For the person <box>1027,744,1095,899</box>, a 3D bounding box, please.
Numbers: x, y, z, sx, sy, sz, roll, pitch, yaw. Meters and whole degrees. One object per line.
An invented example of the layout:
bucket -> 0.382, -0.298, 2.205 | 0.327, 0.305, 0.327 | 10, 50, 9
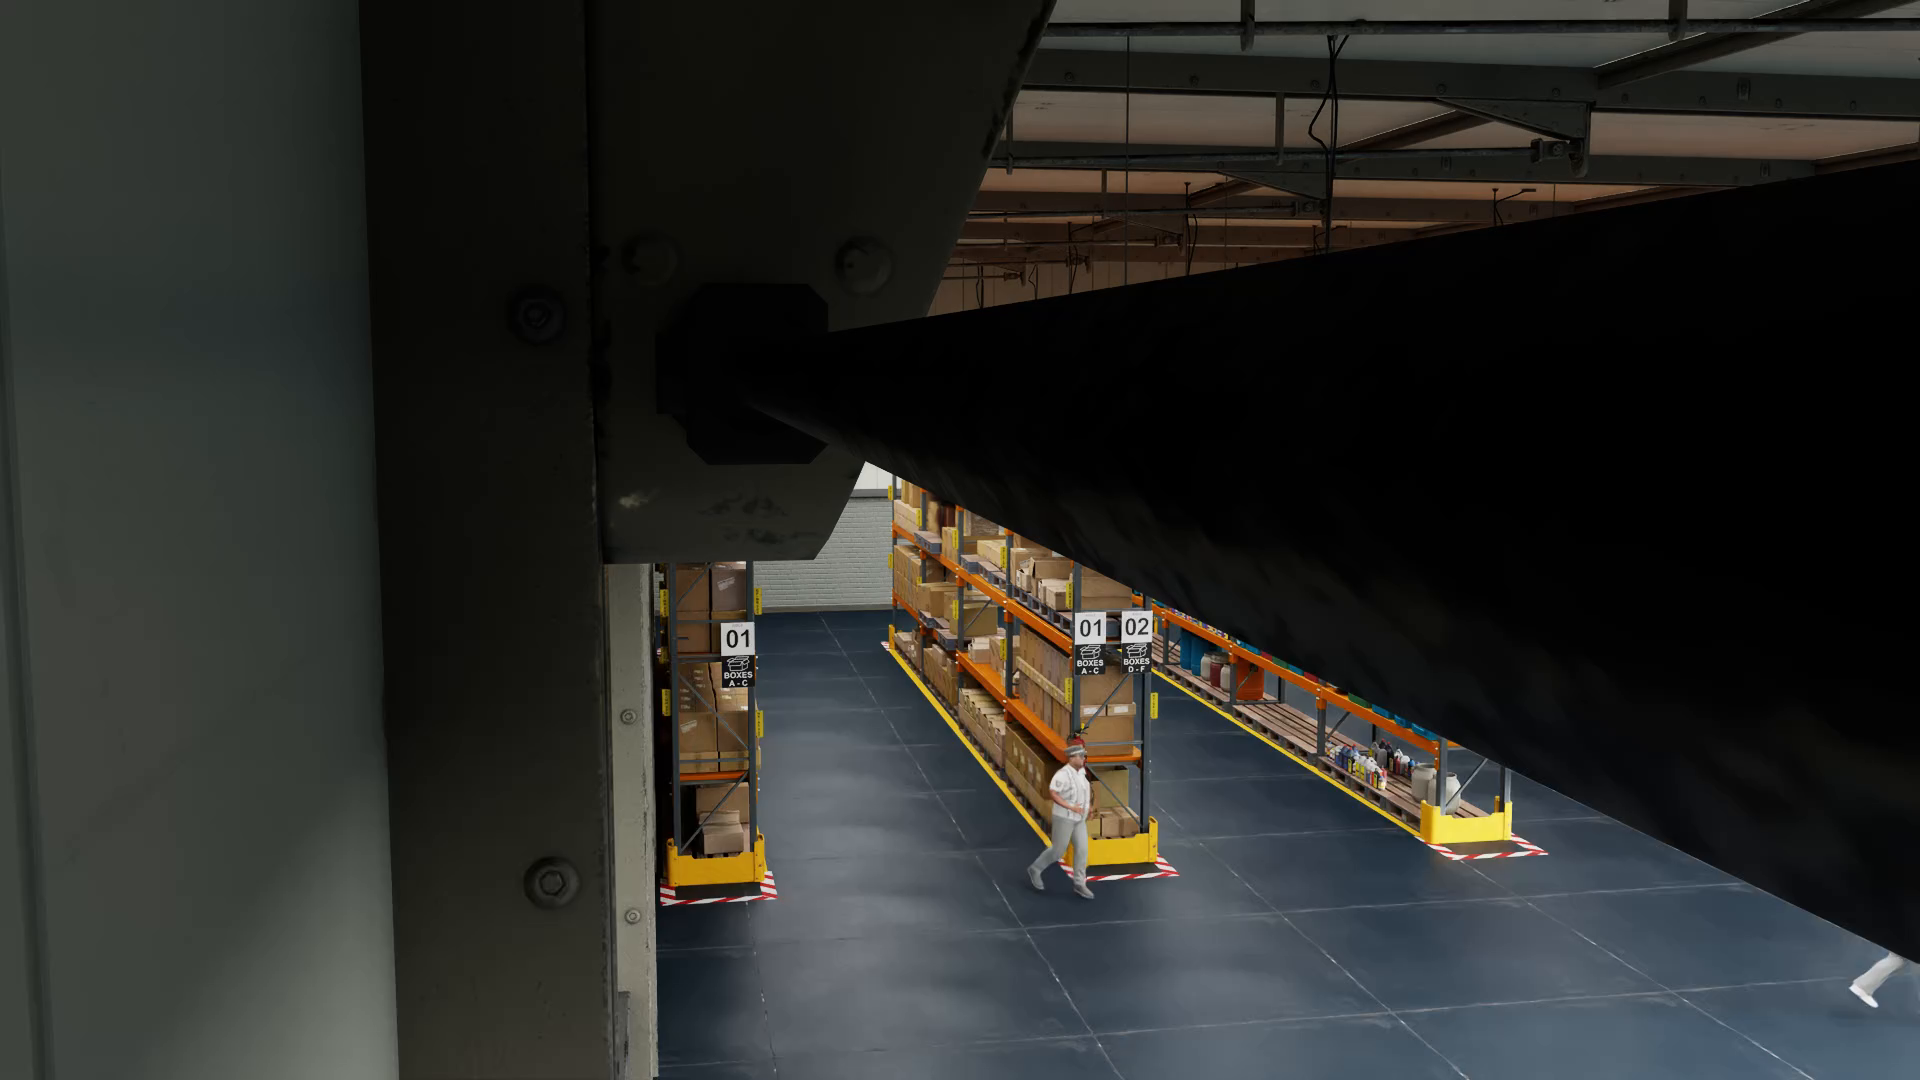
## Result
person -> 1.335, 3.308, 19.857 | 0.901, 1.760, 0.735 | 5, 8, 40

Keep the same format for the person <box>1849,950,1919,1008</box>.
person -> 9.095, 3.755, 15.931 | 0.960, 1.665, 0.560 | 1, 6, 11
